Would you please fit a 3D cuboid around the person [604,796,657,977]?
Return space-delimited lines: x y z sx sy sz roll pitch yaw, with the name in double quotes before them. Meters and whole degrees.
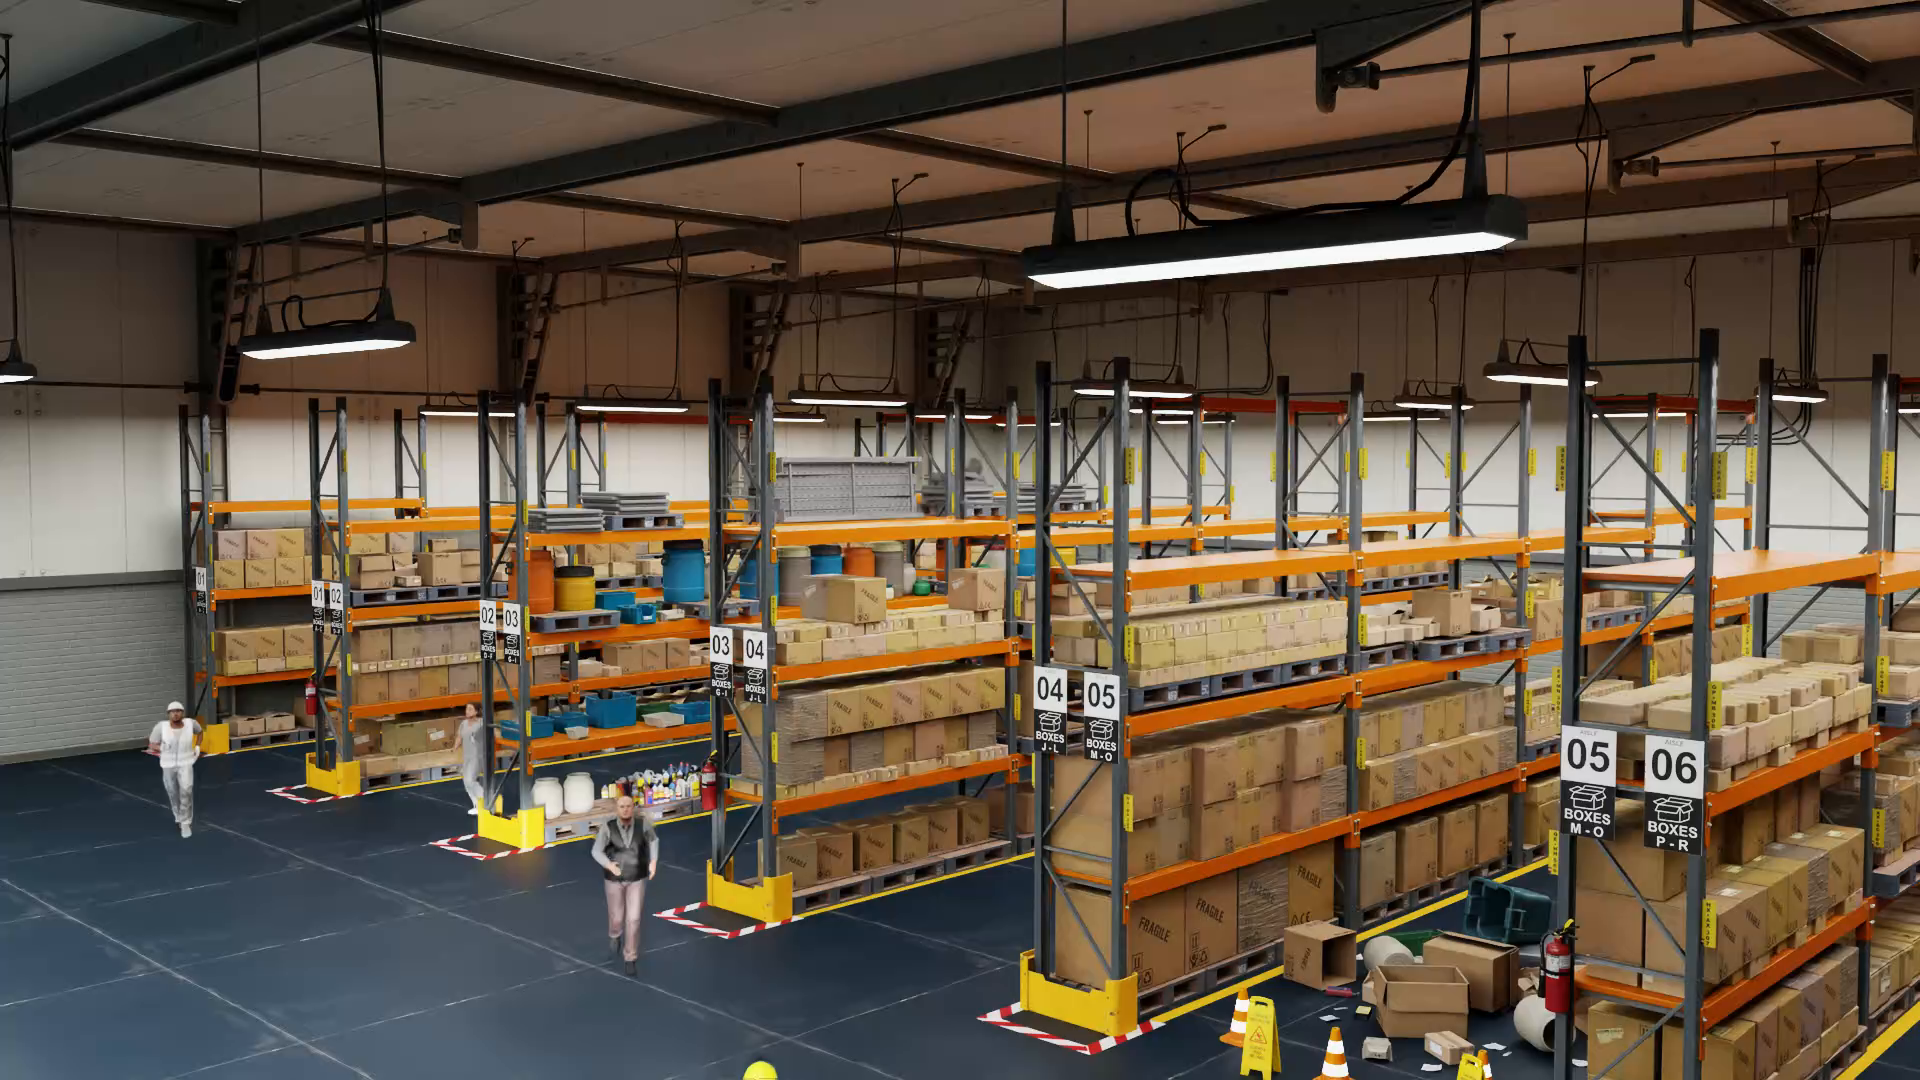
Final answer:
"person" -3.324 3.430 16.745 0.563 1.738 0.815 -1 3 -15

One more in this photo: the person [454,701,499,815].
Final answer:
"person" -2.756 2.911 27.123 5.679 1.634 10.257 1 3 22

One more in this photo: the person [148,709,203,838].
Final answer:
"person" 0.897 2.466 17.880 19.238 3.597 17.531 -1 3 -20
